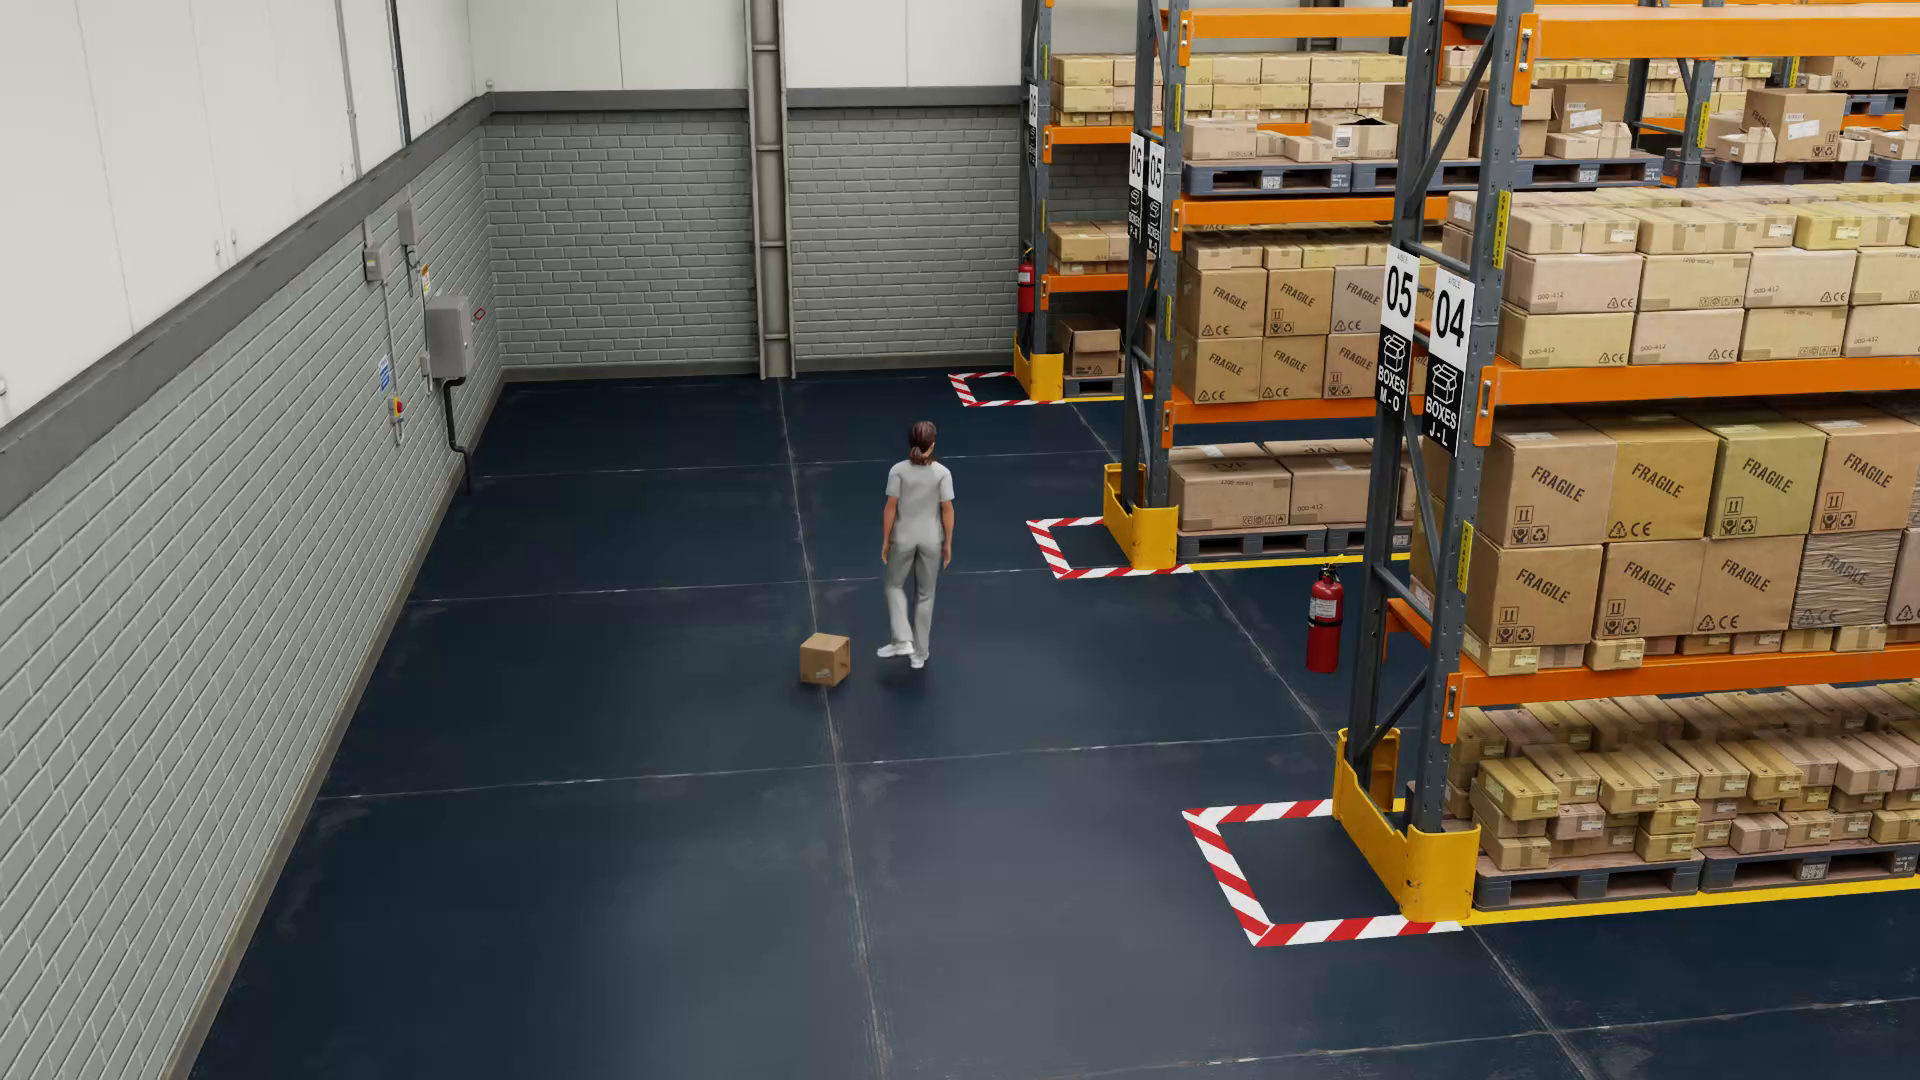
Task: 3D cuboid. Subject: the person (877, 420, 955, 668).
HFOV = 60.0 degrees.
[{"bbox_3d":[-0.294,0.057,10.918,0.522,1.665,0.510,-1,20,-2],"label":"person"}]
